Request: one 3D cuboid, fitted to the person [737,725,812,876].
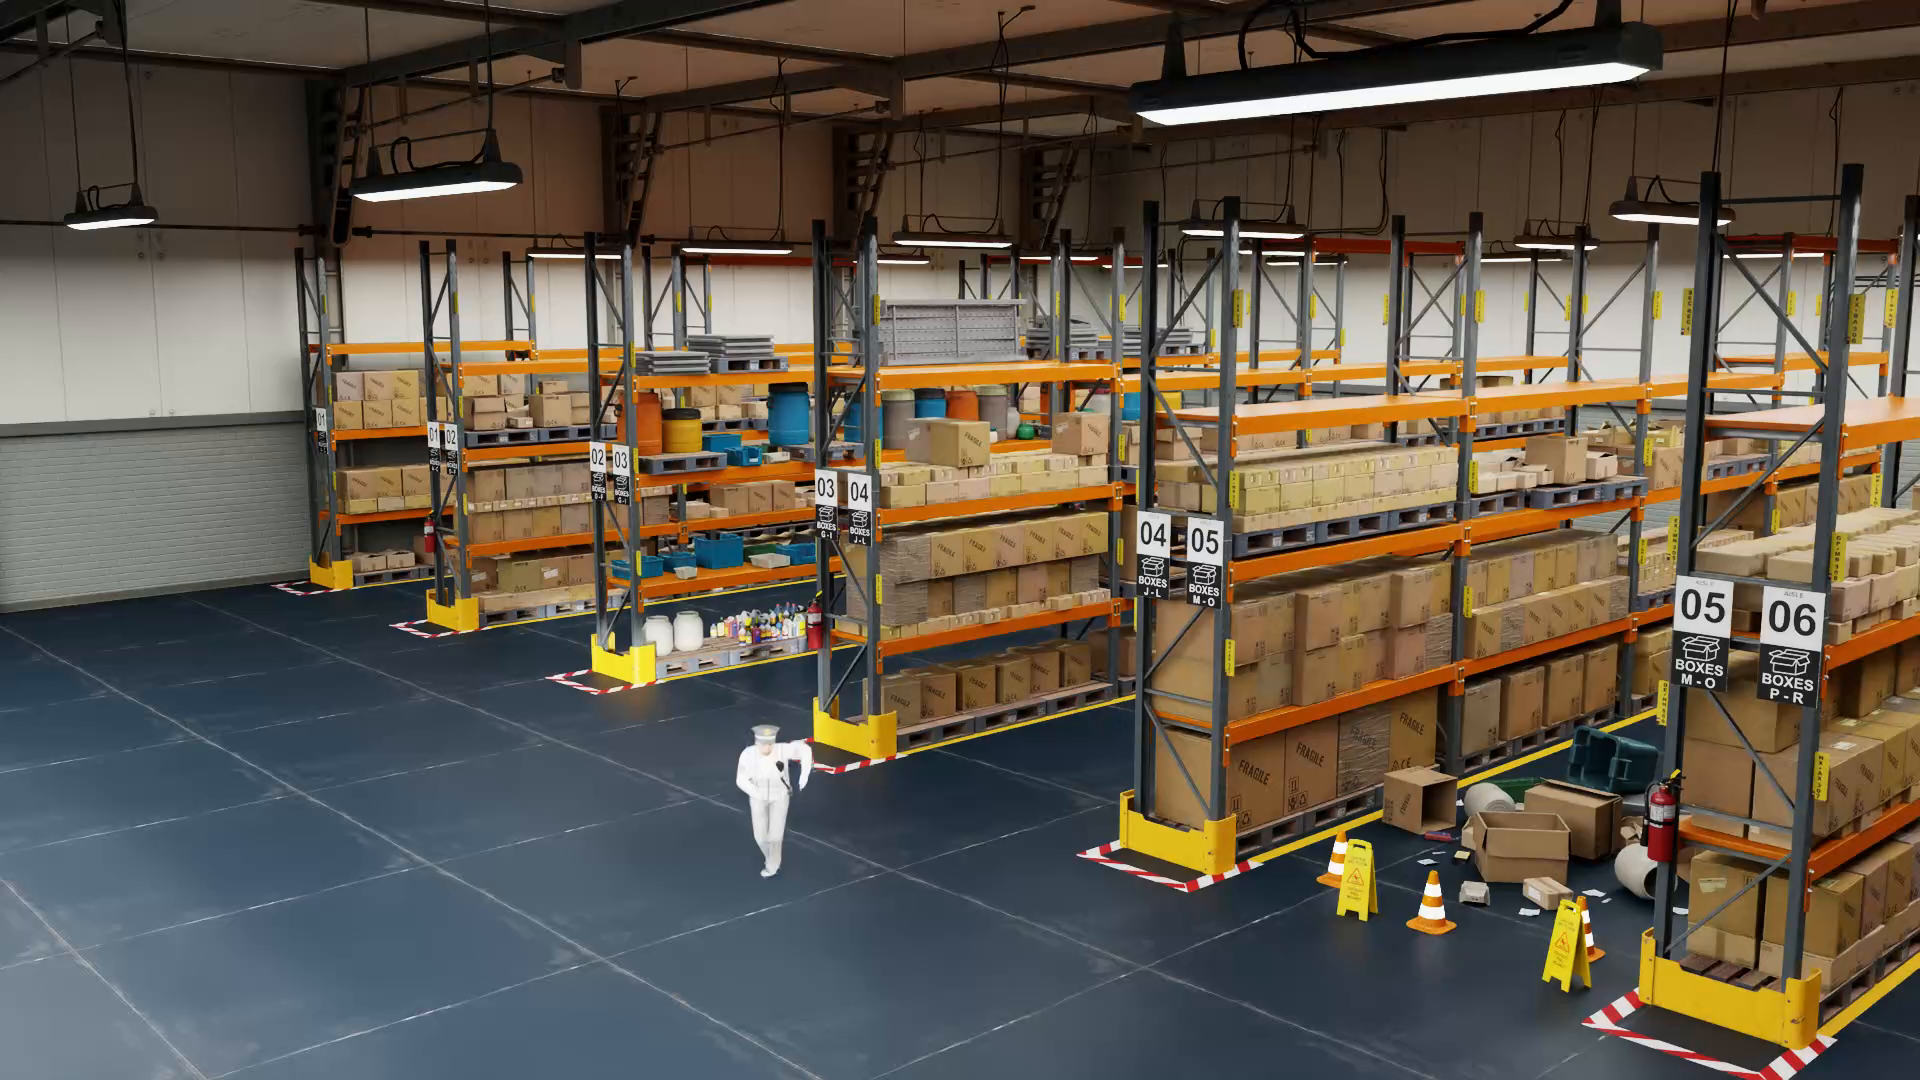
[{"bbox_3d":[-1.623,2.299,14.593,0.644,1.502,0.840,0,8,-2],"label":"person"}]
